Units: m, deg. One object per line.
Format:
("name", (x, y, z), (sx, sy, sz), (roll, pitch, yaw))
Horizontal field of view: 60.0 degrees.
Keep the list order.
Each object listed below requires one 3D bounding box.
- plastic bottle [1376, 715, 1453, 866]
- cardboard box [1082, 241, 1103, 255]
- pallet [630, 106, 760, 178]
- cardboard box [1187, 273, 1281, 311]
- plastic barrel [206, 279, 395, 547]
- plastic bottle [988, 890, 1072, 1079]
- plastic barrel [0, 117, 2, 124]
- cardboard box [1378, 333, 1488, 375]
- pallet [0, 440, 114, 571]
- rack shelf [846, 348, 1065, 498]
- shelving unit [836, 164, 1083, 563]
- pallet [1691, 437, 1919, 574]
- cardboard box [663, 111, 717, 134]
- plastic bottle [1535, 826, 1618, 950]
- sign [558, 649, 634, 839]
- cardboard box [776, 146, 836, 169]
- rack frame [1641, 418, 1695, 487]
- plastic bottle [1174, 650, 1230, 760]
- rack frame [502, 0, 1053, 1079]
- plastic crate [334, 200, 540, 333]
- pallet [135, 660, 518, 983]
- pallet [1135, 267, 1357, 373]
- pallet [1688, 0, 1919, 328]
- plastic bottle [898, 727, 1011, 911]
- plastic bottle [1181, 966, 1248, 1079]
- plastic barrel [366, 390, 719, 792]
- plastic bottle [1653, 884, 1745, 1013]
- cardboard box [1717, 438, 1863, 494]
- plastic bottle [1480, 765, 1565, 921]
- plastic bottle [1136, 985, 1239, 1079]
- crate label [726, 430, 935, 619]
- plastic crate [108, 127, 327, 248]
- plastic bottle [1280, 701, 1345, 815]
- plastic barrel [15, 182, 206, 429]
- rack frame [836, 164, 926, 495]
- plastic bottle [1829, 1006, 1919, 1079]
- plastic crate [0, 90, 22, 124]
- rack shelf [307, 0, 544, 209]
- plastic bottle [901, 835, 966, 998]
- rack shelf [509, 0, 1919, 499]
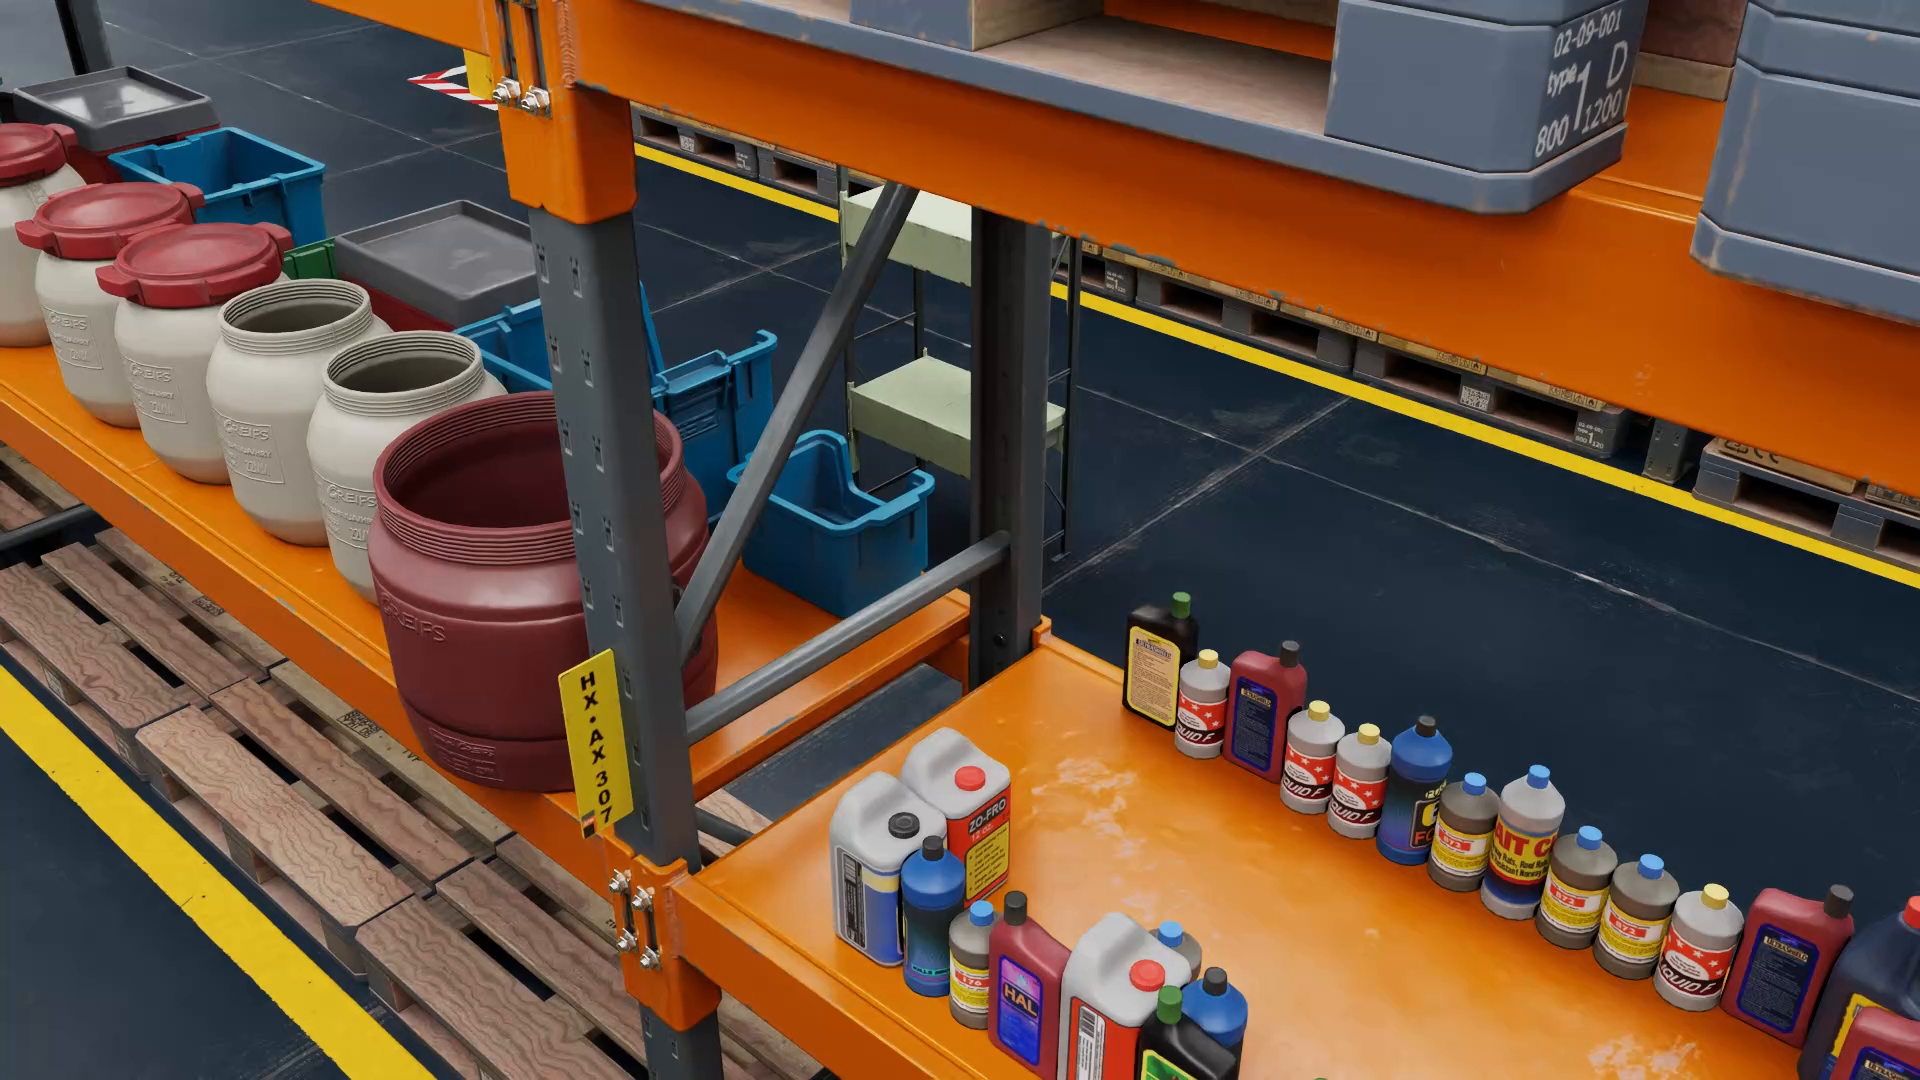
("plastic bottle", (0.763, 0.410, 2.785), (0.097, 0.271, 0.097), (0, 31, 0))
("cardboard box", (0.660, -1.683, 8.396), (0.500, 0.250, 0.500), (26, 40, 36))
("pallet", (-1.321, -2.612, 10.384), (1.213, 0.211, 1.003), (25, 39, 35))
("cardboard box", (1.423, -1.329, 7.807), (0.500, 0.250, 0.500), (26, 40, 36))
("plastic barrel", (-1.430, -0.284, 3.705), (0.421, 0.512, 0.421), (0, 31, 0))
("plastic bottle", (0.105, 0.639, 2.394), (0.133, 0.283, 0.061), (25, 39, 35))
("plastic barrel", (-3.094, -1.165, 4.791), (0.708, 0.901, 0.600), (25, 39, 35))
("cardboard box", (2.177, -0.976, 7.222), (0.500, 0.250, 0.500), (25, 39, 35))
("pallet", (-3.647, -0.254, 6.467), (1.213, 0.211, 1.003), (25, 39, 35))
("rack shelf", (-0.005, -0.366, 6.035), (0.720, 0.370, 0.431), (25, 39, 35))
("shelving unit", (-0.005, -0.645, 5.867), (0.755, 1.500, 0.431), (25, 39, 35))
("pallet", (3.643, -0.241, 6.446), (1.213, 0.211, 1.003), (25, 39, 35))
("cardboard box", (-1.457, -2.689, 10.067), (0.500, 0.250, 0.500), (25, 39, 35))
("plastic bottle", (0.980, 0.541, 2.635), (0.097, 0.201, 0.097), (0, 31, 0))
("sign", (-0.576, 0.327, 2.640), (0.005, 0.325, 0.100), (25, 39, 35))
("cardboard box", (-0.705, -2.349, 9.502), (0.500, 0.250, 0.500), (25, 39, 35))
("rack frame", (3.115, -1.709, 6.180), (0.127, 3.000, 1.000), (25, 39, 35))
("plastic bottle", (0.448, 0.293, 3.047), (0.097, 0.201, 0.097), (0, 31, 0))
("rack frame", (-0.212, 0.184, 3.036), (0.127, 3.000, 1.000), (25, 39, 35))
("plastic crate", (-1.204, -0.519, 4.142), (0.583, 0.464, 0.402), (25, 39, 35))
("pallet", (-1.660, 0.674, 4.926), (1.213, 0.211, 1.003), (25, 39, 35))
("pallet", (1.630, -1.236, 8.099), (1.213, 0.211, 1.003), (25, 39, 35))
("pallet", (1.264, -0.261, 1.050), (1.213, 0.211, 1.003), (25, 39, 35))
("plastic bottle", (-0.006, 0.453, 2.710), (0.135, 0.276, 0.152), (25, 39, 35))
("plastic bottle", (0.344, 0.700, 2.303), (0.097, 0.271, 0.097), (0, 31, 0))
("plastic barrel", (-0.759, 0.081, 3.075), (0.708, 0.536, 0.600), (25, 39, 35))
("plastic bottle", (1.124, 0.609, 2.523), (0.097, 0.201, 0.097), (0, 31, 0))
("cardboard box", (3.261, -0.559, 6.268), (0.500, 0.500, 0.500), (27, 40, 37))
("plastic bottle", (0.908, 0.478, 2.673), (0.097, 0.271, 0.097), (0, 31, 0))
("plastic bottle", (0.304, 0.732, 2.240), (0.133, 0.283, 0.061), (25, 39, 35))
("crate label", (-0.273, -0.033, 3.559), (0.416, 0.233, 0.303), (25, 39, 35))
("plastic crate", (-2.151, -0.930, 4.903), (0.575, 0.384, 0.392), (25, 39, 35))
("plastic bottle", (0.619, 0.373, 2.915), (0.097, 0.201, 0.097), (0, 31, 0))
("plastic barrel", (-2.071, -0.589, 4.189), (0.433, 0.535, 0.433), (0, 31, 0))
("rack frame", (-0.276, -0.772, 6.077), (0.023, 1.500, 0.400), (25, 39, 35))
("plastic bottle", (1.262, 0.726, 2.249), (0.133, 0.283, 0.061), (25, 39, 35))
("plastic crate", (-3.480, -1.403, 5.733), (0.504, 0.338, 0.767), (25, 39, 35))
("rack shelf", (-1.695, -1.485, 3.597), (4.000, 0.370, 1.077), (25, 39, 35))
("plastic bottle", (-0.040, 0.563, 2.531), (0.097, 0.271, 0.097), (0, 31, 0))
("rack shelf", (1.271, -0.100, 1.298), (4.000, 0.370, 1.077), (25, 39, 35))
